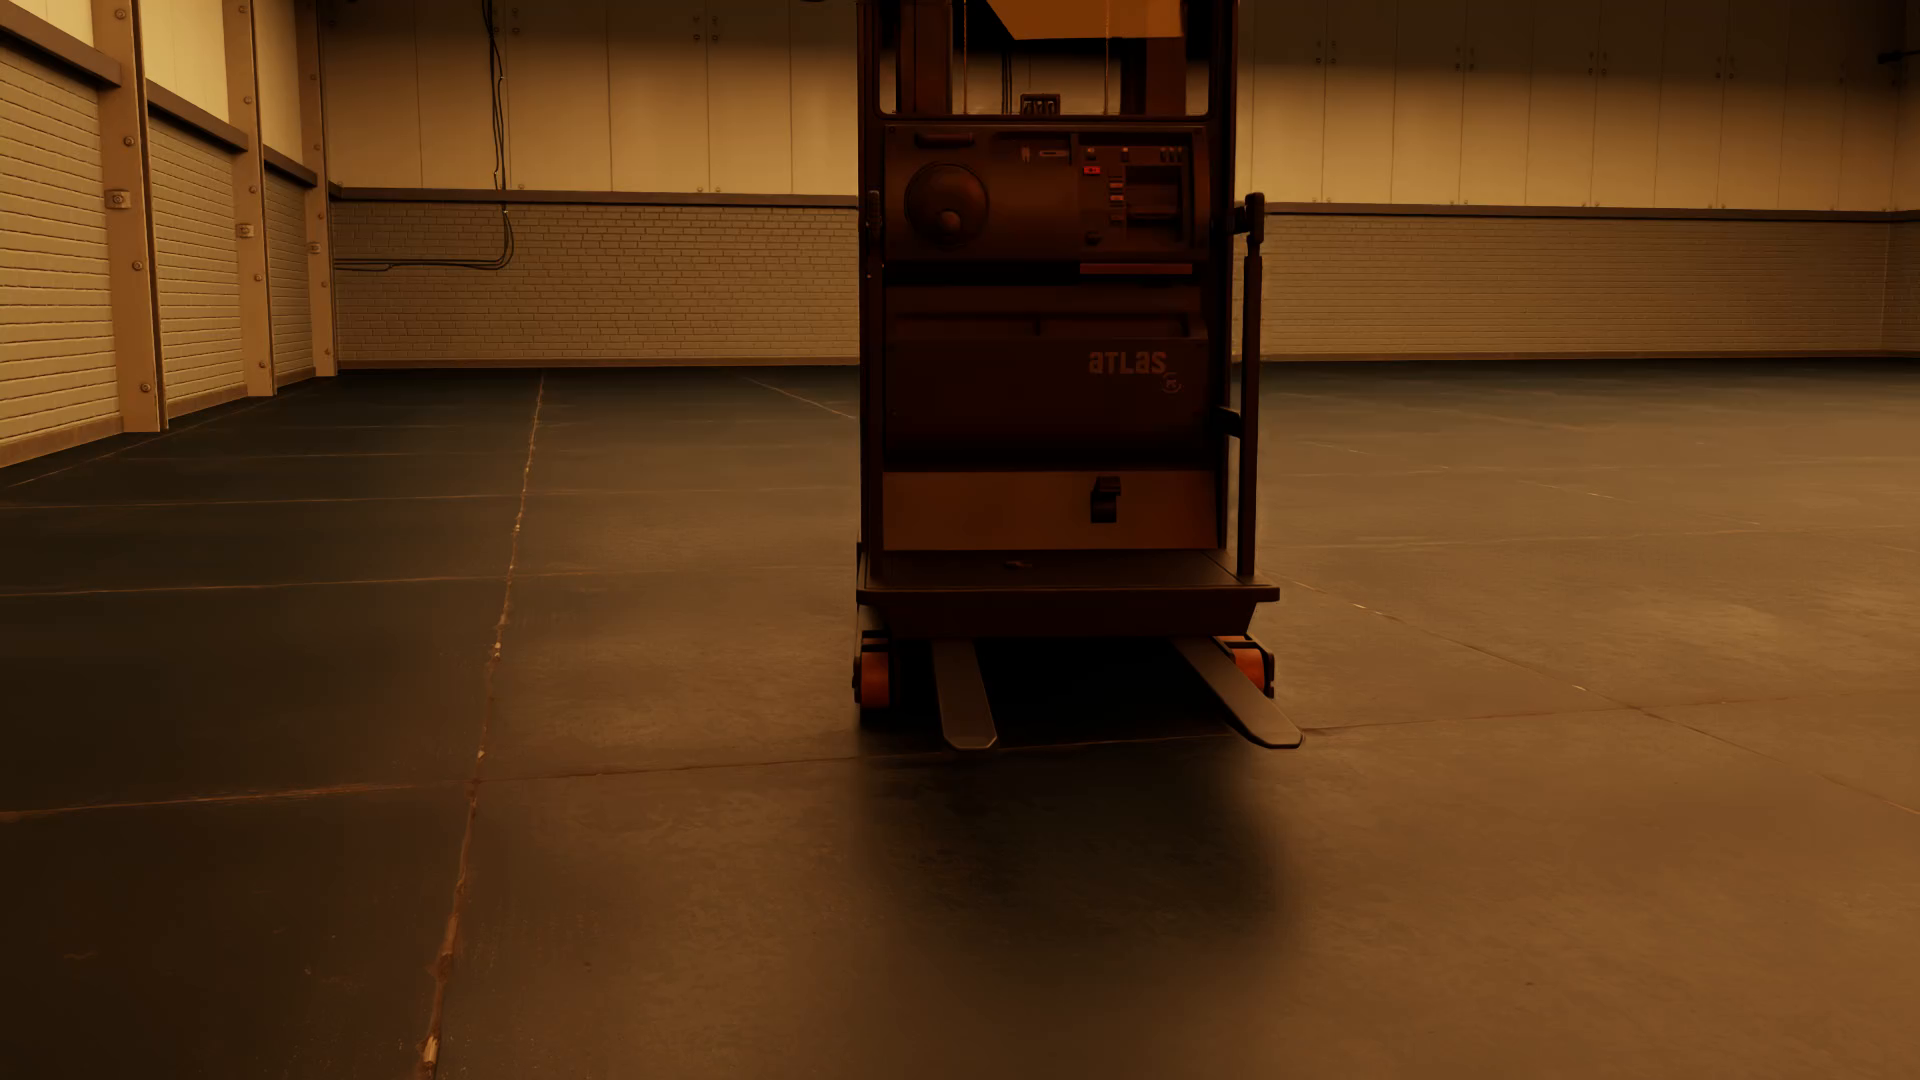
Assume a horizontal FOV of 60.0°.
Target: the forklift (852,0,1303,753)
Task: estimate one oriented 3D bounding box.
[{"bbox_3d":[0.260,-1.038,4.551,1.130,2.935,3.031,0,8,-3],"label":"forklift"}]
